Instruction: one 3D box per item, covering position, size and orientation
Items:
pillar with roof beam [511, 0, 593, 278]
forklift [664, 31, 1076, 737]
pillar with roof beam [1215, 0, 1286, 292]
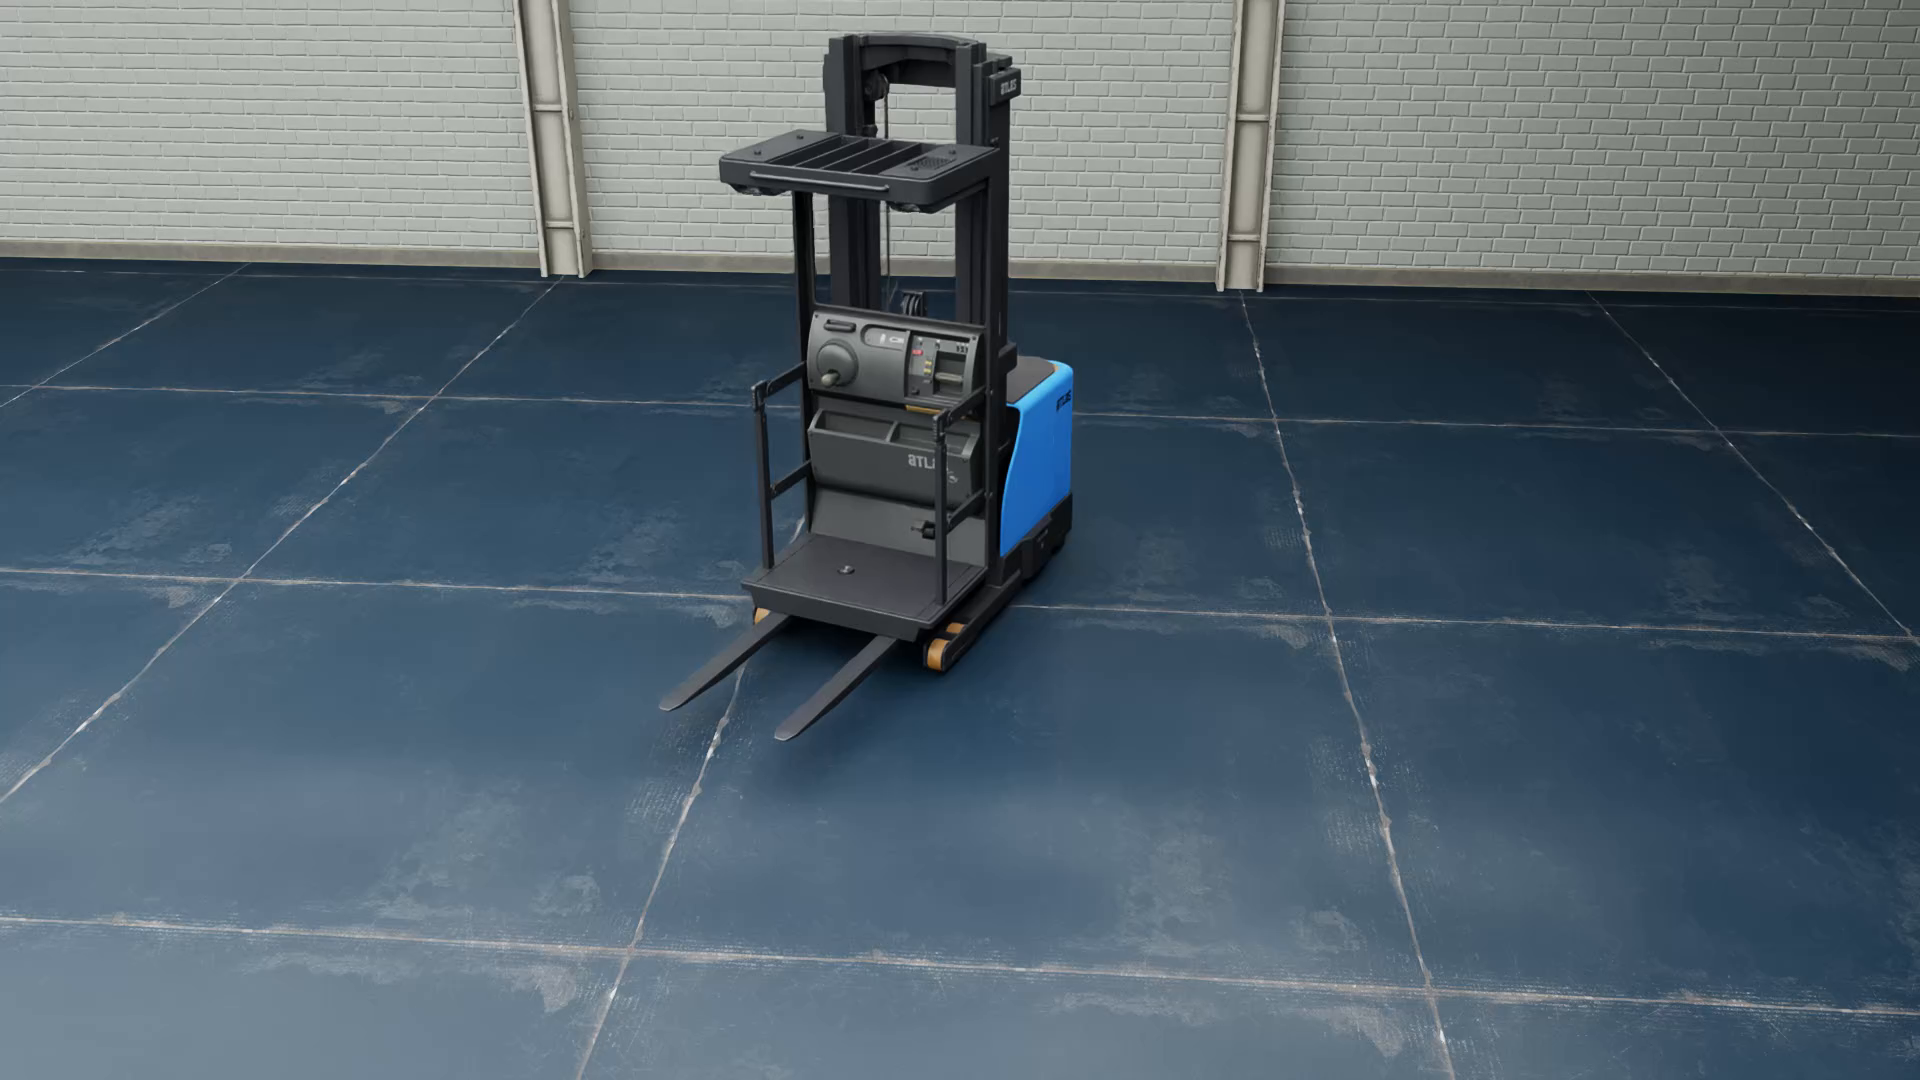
[{"bbox_3d":[-3.866,-4.707,9.214,0.400,9.000,9.100,2,25,4],"label":"pillar with roof beam"},{"bbox_3d":[-0.412,-0.895,8.188,1.130,2.935,3.031,11,27,23],"label":"forklift"},{"bbox_3d":[2.116,-4.515,8.797,0.400,9.000,9.100,2,25,4],"label":"pillar with roof beam"}]
